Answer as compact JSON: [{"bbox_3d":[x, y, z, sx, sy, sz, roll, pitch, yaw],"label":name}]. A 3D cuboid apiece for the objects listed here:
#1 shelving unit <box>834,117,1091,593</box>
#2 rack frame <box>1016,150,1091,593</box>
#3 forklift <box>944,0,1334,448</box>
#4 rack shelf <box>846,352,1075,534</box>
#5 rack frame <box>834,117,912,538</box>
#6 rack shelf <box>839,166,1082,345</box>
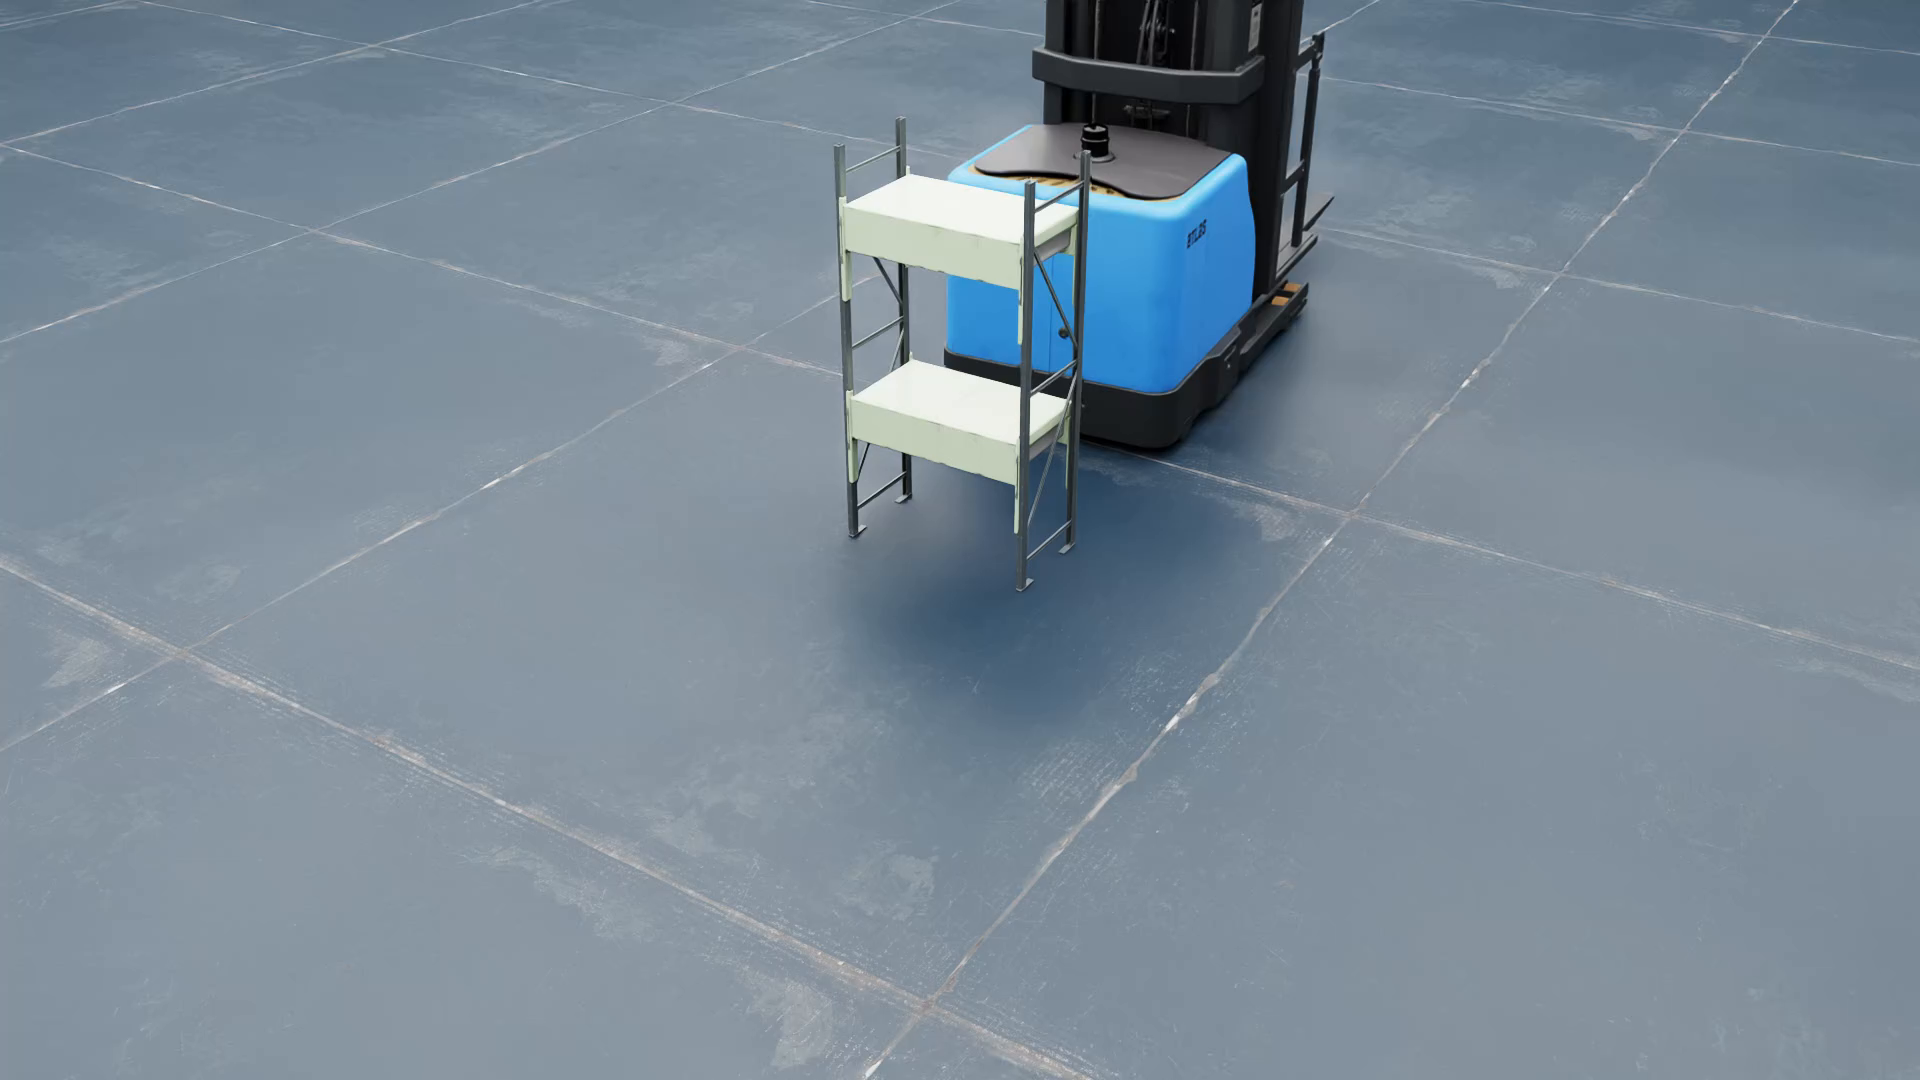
[{"bbox_3d":[0.006,-0.646,5.869,0.755,1.500,0.431,18,35,27],"label":"shelving unit"},{"bbox_3d":[0.316,-0.548,5.701,0.023,1.500,0.400,18,35,27],"label":"rack frame"},{"bbox_3d":[1.047,-2.357,7.382,1.130,2.935,3.031,14,33,23],"label":"forklift"},{"bbox_3d":[0.006,-0.364,6.033,0.720,0.370,0.431,18,35,27],"label":"rack shelf"},{"bbox_3d":[-0.304,-0.744,6.037,0.023,1.500,0.400,18,35,27],"label":"rack frame"},{"bbox_3d":[0.006,-0.983,5.672,0.720,0.370,0.431,18,35,27],"label":"rack shelf"}]
